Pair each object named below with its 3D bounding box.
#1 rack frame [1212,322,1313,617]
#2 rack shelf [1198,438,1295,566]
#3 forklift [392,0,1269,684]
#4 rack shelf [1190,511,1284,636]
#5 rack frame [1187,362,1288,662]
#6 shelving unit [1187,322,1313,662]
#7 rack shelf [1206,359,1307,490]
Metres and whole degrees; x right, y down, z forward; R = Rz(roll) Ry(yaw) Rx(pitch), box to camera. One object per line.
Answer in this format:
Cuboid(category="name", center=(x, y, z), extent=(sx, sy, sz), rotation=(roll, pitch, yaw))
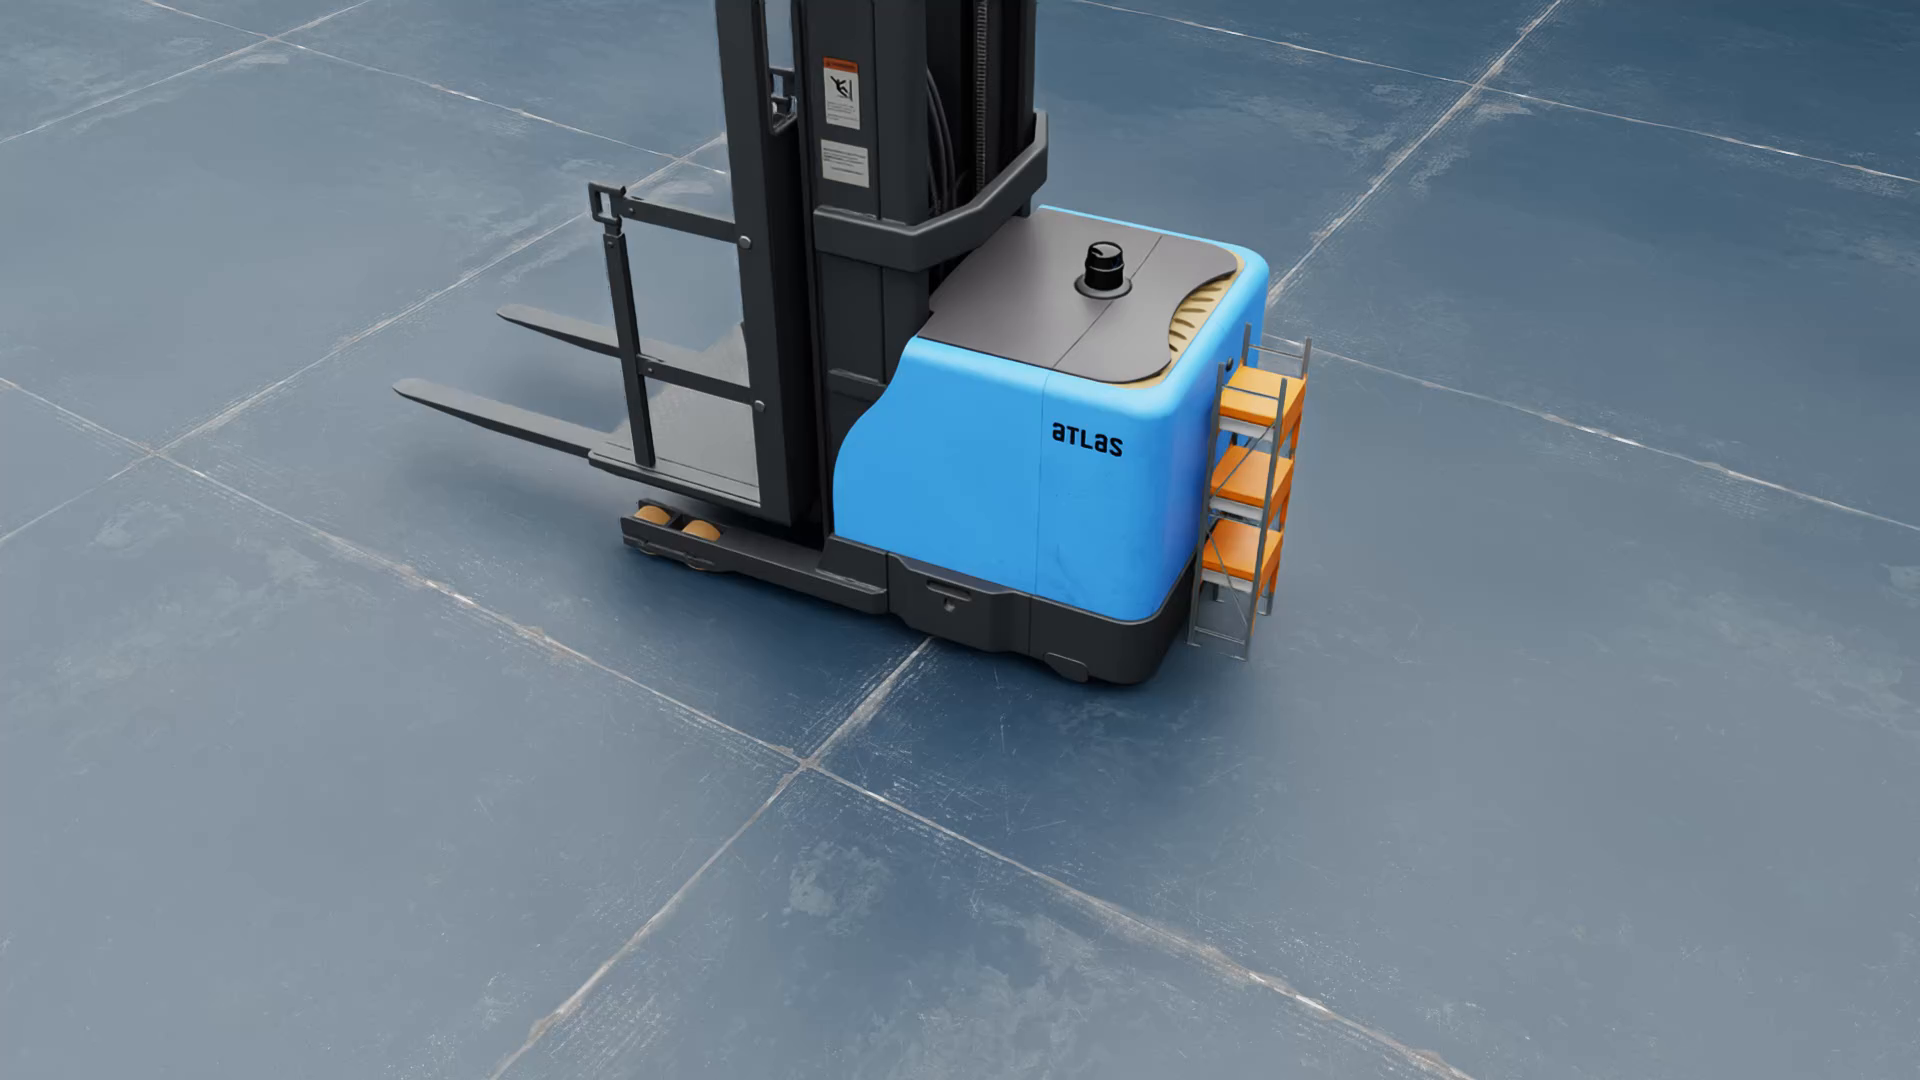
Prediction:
Cuboid(category="rack frame", center=(0.924, -0.192, 5.139), extent=(0.200, 1.050, 0.008), rotation=(16, 41, 20))
Cuboid(category="rack shelf", center=(0.871, -0.117, 5.059), extent=(0.215, 0.259, 0.240), rotation=(16, 41, 20))
Cuboid(category="forklift", center=(-0.584, -1.331, 5.077), extent=(3.031, 2.935, 1.130), rotation=(16, 41, 20))
Cuboid(category="rack shelf", center=(0.871, 0.103, 5.228), extent=(0.215, 0.259, 0.240), rotation=(16, 41, 20))
Cuboid(category="rack frame", center=(0.818, -0.058, 4.965), extent=(0.200, 1.050, 0.008), rotation=(16, 41, 20))
Cuboid(category="shelving unit", center=(0.871, -0.125, 5.052), extent=(0.215, 1.050, 0.252), rotation=(16, 41, 20))
Cuboid(category="rack shelf", center=(0.871, -0.341, 4.885), extent=(0.215, 0.259, 0.240), rotation=(16, 41, 20))
